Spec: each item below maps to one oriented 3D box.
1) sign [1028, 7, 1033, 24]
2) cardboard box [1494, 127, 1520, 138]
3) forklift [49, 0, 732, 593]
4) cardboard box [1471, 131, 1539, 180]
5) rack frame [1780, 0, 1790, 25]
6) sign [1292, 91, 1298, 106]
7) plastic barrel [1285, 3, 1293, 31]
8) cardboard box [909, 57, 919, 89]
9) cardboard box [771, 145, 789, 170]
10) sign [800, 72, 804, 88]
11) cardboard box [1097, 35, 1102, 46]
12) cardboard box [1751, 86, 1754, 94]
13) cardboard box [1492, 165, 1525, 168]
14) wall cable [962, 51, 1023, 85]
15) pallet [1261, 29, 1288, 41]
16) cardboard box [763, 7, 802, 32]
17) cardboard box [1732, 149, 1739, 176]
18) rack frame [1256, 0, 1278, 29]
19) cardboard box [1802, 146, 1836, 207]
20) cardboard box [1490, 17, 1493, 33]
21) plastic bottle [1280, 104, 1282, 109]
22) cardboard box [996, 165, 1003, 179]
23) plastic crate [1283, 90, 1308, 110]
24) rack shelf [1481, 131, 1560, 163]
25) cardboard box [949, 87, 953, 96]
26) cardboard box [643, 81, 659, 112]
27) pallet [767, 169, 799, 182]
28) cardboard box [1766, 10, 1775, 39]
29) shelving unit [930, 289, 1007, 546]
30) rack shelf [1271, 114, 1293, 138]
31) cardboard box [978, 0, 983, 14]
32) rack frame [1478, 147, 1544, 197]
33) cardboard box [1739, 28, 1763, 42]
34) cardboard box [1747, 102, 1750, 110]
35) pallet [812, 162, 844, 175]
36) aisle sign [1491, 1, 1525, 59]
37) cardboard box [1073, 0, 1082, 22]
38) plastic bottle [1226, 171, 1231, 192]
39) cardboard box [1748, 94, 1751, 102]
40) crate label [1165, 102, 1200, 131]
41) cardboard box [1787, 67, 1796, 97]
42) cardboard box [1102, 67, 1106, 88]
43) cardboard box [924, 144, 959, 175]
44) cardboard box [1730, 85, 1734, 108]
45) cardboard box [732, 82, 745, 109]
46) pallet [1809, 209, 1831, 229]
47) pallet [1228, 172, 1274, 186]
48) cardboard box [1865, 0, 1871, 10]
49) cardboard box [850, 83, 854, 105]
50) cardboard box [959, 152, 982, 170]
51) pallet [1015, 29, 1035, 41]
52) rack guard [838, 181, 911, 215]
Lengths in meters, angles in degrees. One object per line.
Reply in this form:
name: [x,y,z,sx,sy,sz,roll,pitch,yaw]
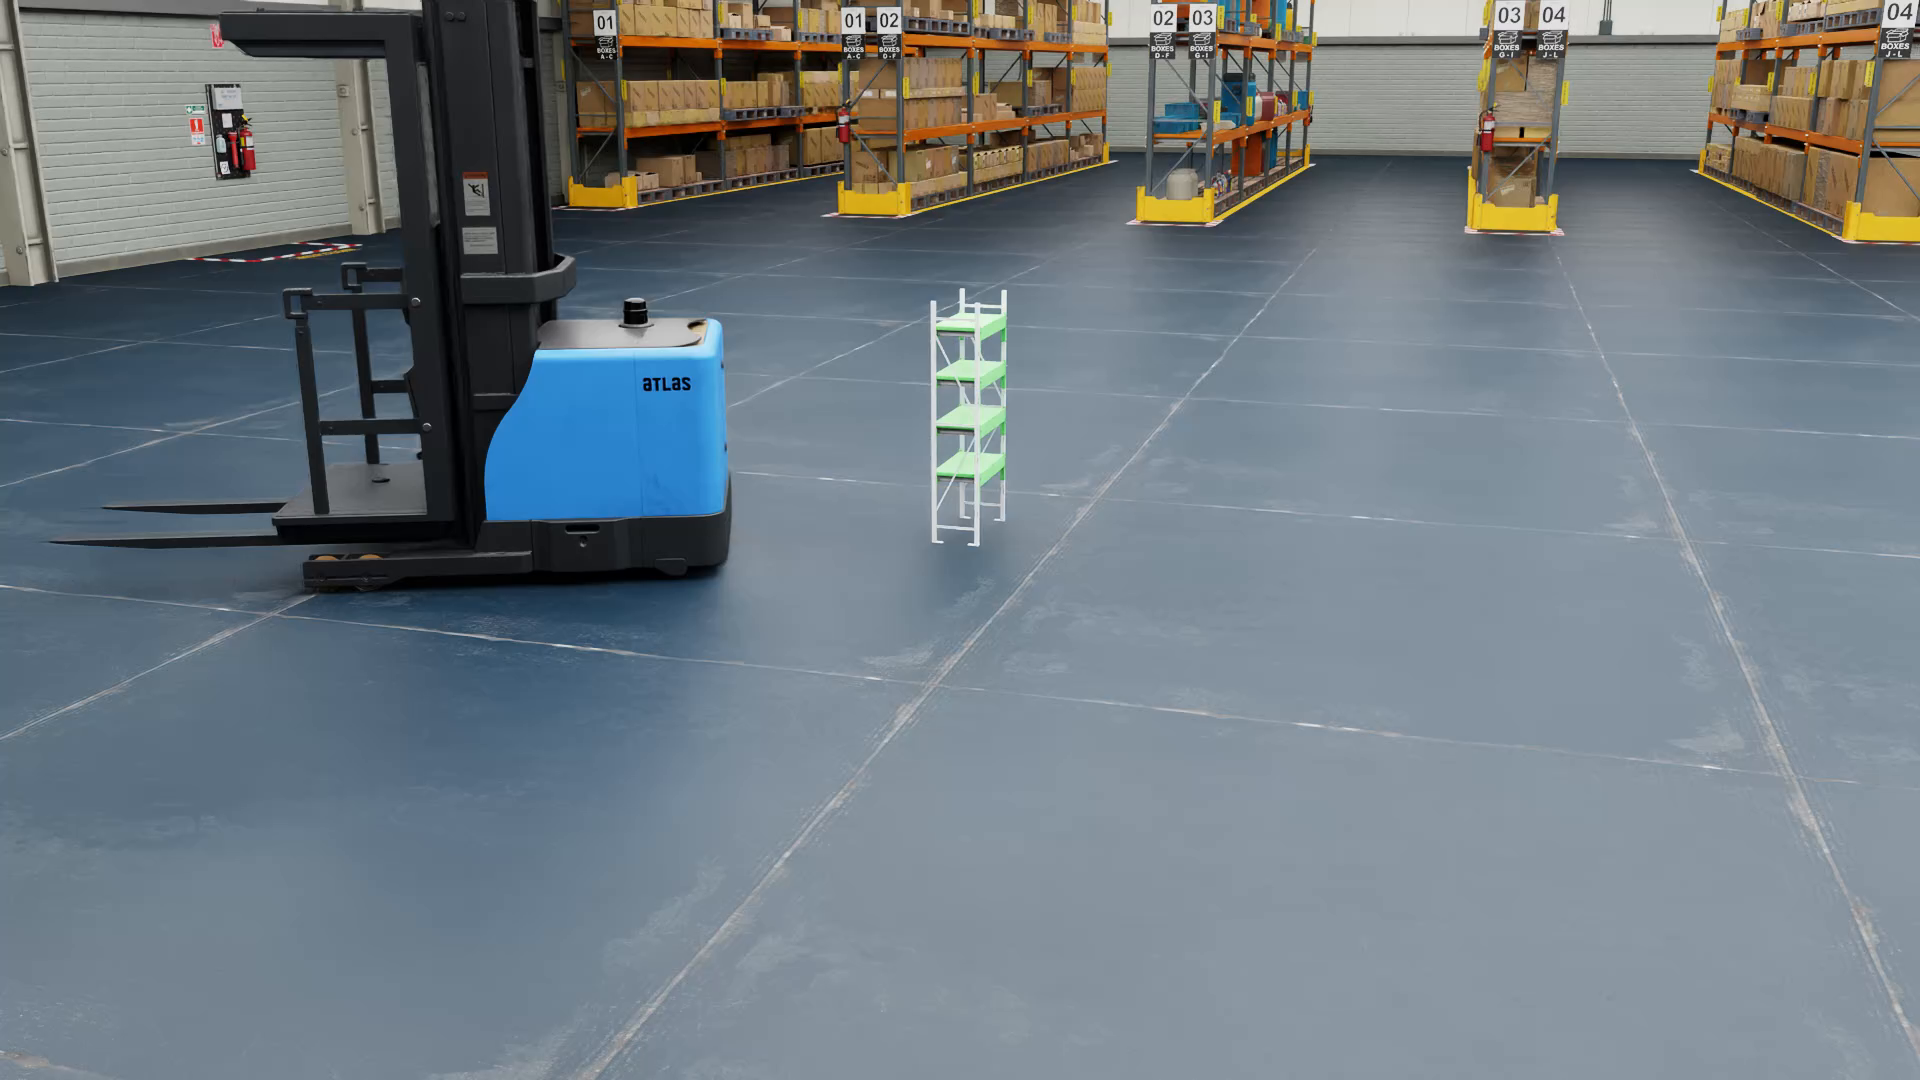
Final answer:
sign: [1.415,-10.549,33.433,0.100,0.325,0.005,5,16,16]
cardboard box: [7.991,-5.971,24.345,0.380,0.149,0.250,5,16,16]
forklift: [-2.636,-1.323,7.623,3.031,2.935,1.130,-2,16,-6]
cardboard box: [10.598,-7.453,32.234,1.225,0.875,0.875,4,16,13]
rack frame: [15.108,-10.570,29.103,1.000,3.000,0.127,5,16,16]
sign: [7.296,-9.615,36.225,0.100,0.325,0.005,5,16,16]
plastic barrel: [6.705,-11.006,35.025,0.600,0.588,0.600,0,16,0]
cardboard box: [-1.085,-7.716,27.475,0.700,0.500,0.500,4,16,14]
cardboard box: [-4.020,-8.064,35.036,0.700,0.500,0.500,5,17,17]
sign: [-3.343,-9.726,35.147,0.100,0.325,0.005,5,16,16]
cardboard box: [3.112,-12.043,40.069,0.500,0.250,0.500,5,16,16]
cardboard box: [15.028,-8.419,31.115,0.380,0.149,0.250,5,17,18]
cardboard box: [9.093,-5.946,27.607,0.500,0.500,0.500,4,16,14]
wall cable: [0.358,-14.184,47.537,3.097,2.526,0.112,5,16,16]
pallet: [5.944,-10.023,33.020,1.003,0.211,1.213,5,16,16]
cardboard box: [-3.786,-11.079,35.405,0.700,0.500,0.500,3,16,12]
cardboard box: [15.781,-7.557,33.286,0.500,0.500,0.500,5,17,18]
rack frame: [5.633,-11.365,31.906,1.000,3.000,0.127,5,16,16]
cardboard box: [13.726,-5.658,25.904,0.875,0.875,0.875,5,17,17]
cardboard box: [8.574,-8.053,26.003,0.500,0.250,0.500,4,16,14]
plastic bottle: [6.720,-9.110,35.177,0.152,0.276,0.135,5,16,16]
cardboard box: [0.537,-7.185,32.434,0.500,0.250,0.500,5,17,17]
plastic crate: [7.990,-10.516,39.731,0.616,0.435,0.499,5,16,16]
rack shelf: [8.676,-6.179,25.935,1.077,0.370,4.000,5,16,16]
cardboard box: [-0.342,-7.888,29.269,0.380,0.149,0.250,5,16,16]
cardboard box: [-5.565,-7.682,28.781,0.500,0.500,0.500,5,16,16]
pallet: [-4.089,-7.701,35.094,1.003,0.211,1.213,5,16,16]
cardboard box: [15.157,-9.476,30.560,0.500,0.500,0.500,5,16,16]
shelving unit: [0.047,-0.621,8.318,0.258,1.200,0.503,5,16,16]
rack shelf: [6.201,-8.656,34.668,1.077,0.370,4.000,5,16,16]
cardboard box: [0.101,-10.060,30.934,0.500,0.500,0.500,6,17,21]
rack frame: [9.245,-7.048,27.681,1.000,3.000,0.127,5,16,16]
cardboard box: [16.126,-10.250,33.749,0.500,0.250,0.500,5,17,17]
cardboard box: [15.102,-8.197,31.423,0.380,0.149,0.250,4,16,13]
pallet: [-3.221,-8.424,37.642,1.003,0.211,1.213,5,16,16]
aisle sign: [7.803,-7.259,23.662,0.394,0.787,0.004,5,16,16]
cardboard box: [2.401,-12.133,38.094,0.700,0.500,0.500,5,16,16]
plastic bottle: [4.589,-6.179,28.664,0.144,0.351,0.185,4,16,14]
cardboard box: [15.103,-8.342,31.388,0.380,0.149,0.250,5,16,15]
crate label: [3.623,-6.905,27.113,0.502,0.435,0.616,5,16,16]
cardboard box: [14.829,-7.964,28.893,0.700,0.500,0.500,4,16,15]
cardboard box: [3.295,-11.348,40.826,0.500,0.500,0.500,4,16,15]
cardboard box: [-0.327,-6.789,29.663,0.500,0.500,0.500,5,16,16]
cardboard box: [16.112,-9.070,34.080,0.500,0.500,0.500,5,16,16]
cardboard box: [-4.659,-8.736,32.644,0.700,0.500,0.500,6,17,22]
pallet: [13.336,-4.782,24.804,1.003,0.211,1.213,5,16,16]
pallet: [5.817,-7.347,33.844,1.003,0.211,1.213,5,16,16]
cardboard box: [12.749,-7.409,22.965,0.380,0.149,0.250,5,17,17]
cardboard box: [-2.754,-10.220,38.098,0.500,0.500,0.500,5,17,16]
cardboard box: [0.104,-7.055,30.948,0.500,0.311,0.500,5,16,16]
pallet: [0.778,-10.032,33.049,1.213,0.211,1.003,5,17,18]
rack guard: [-1.396,-5.562,27.023,1.175,0.500,0.348,5,16,16]
